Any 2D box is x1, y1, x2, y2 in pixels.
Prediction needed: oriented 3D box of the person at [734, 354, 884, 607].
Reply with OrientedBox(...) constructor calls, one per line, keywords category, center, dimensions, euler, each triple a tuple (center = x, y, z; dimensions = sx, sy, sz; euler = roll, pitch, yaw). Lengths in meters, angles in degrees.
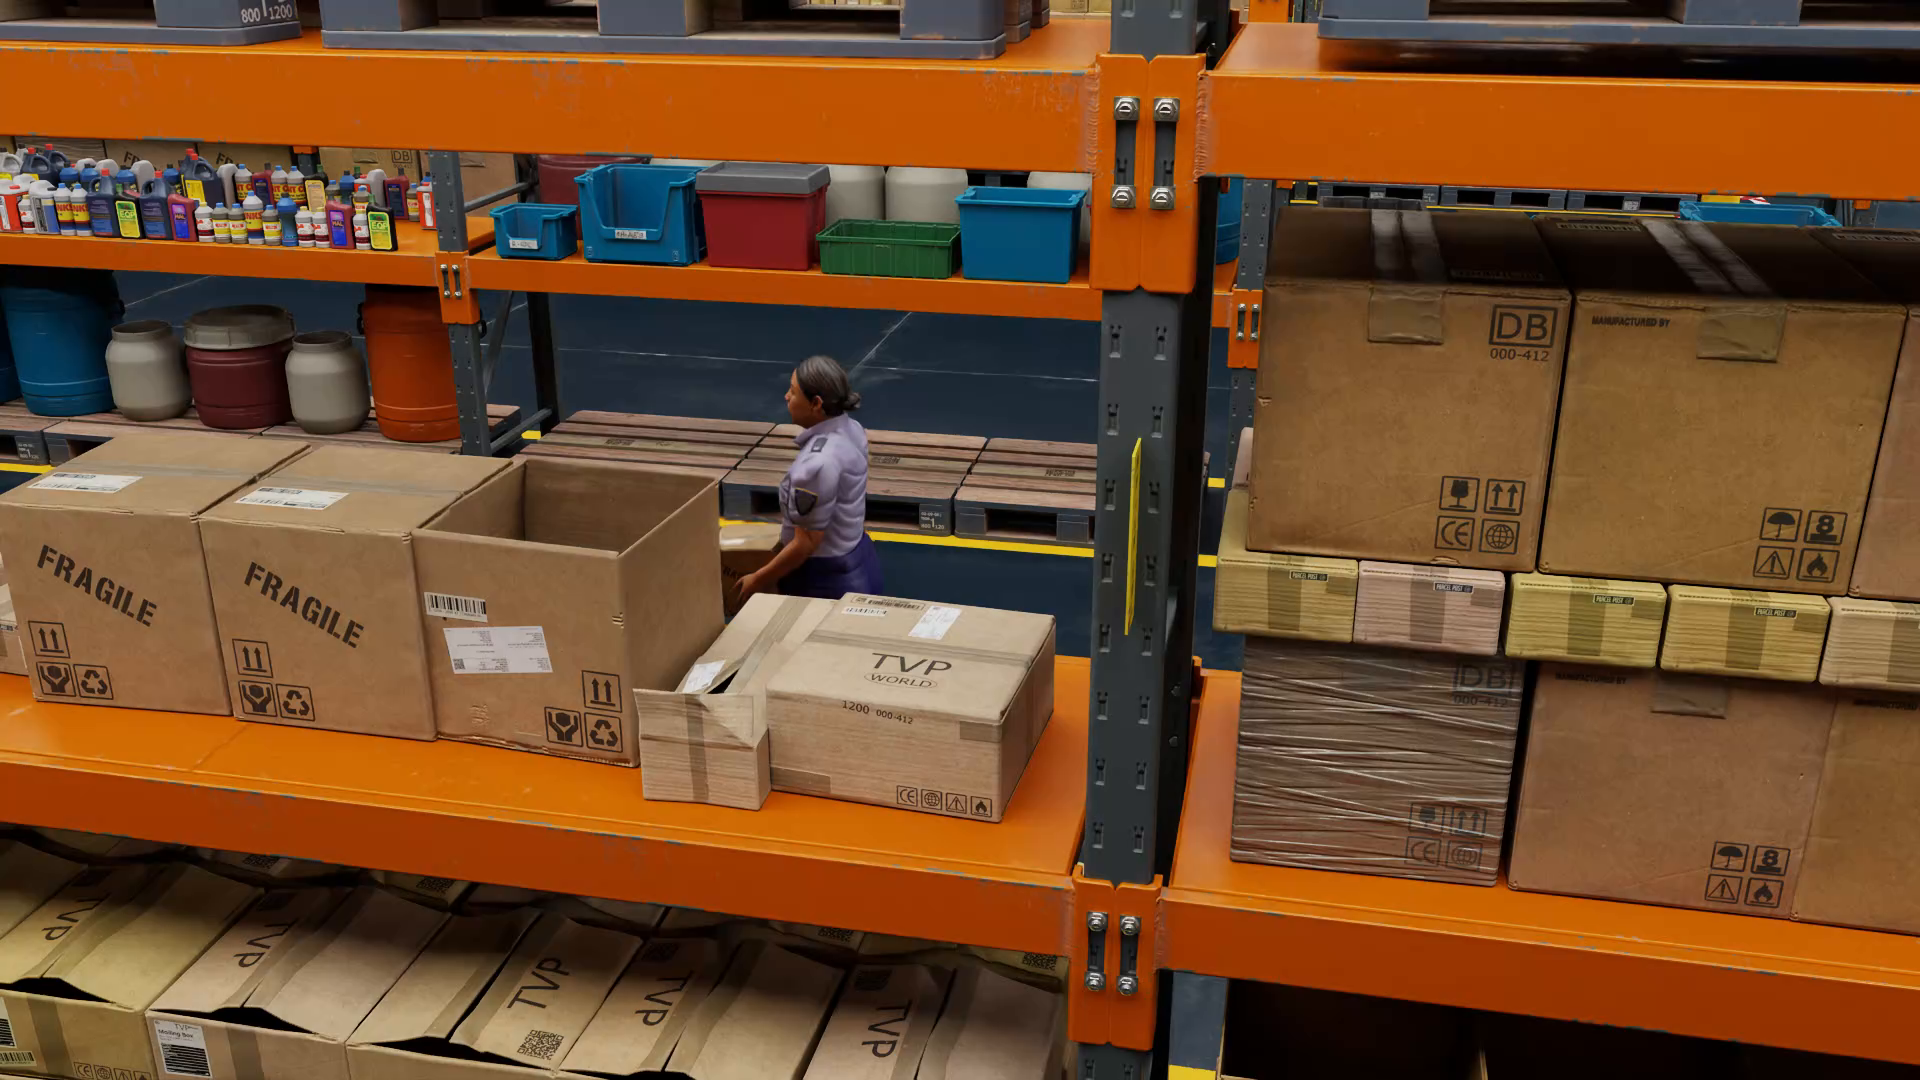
OrientedBox(category="person", center=(-0.509, 0.173, 5.679), dimensions=(0.463, 1.639, 0.494), euler=(4, 22, 10))
